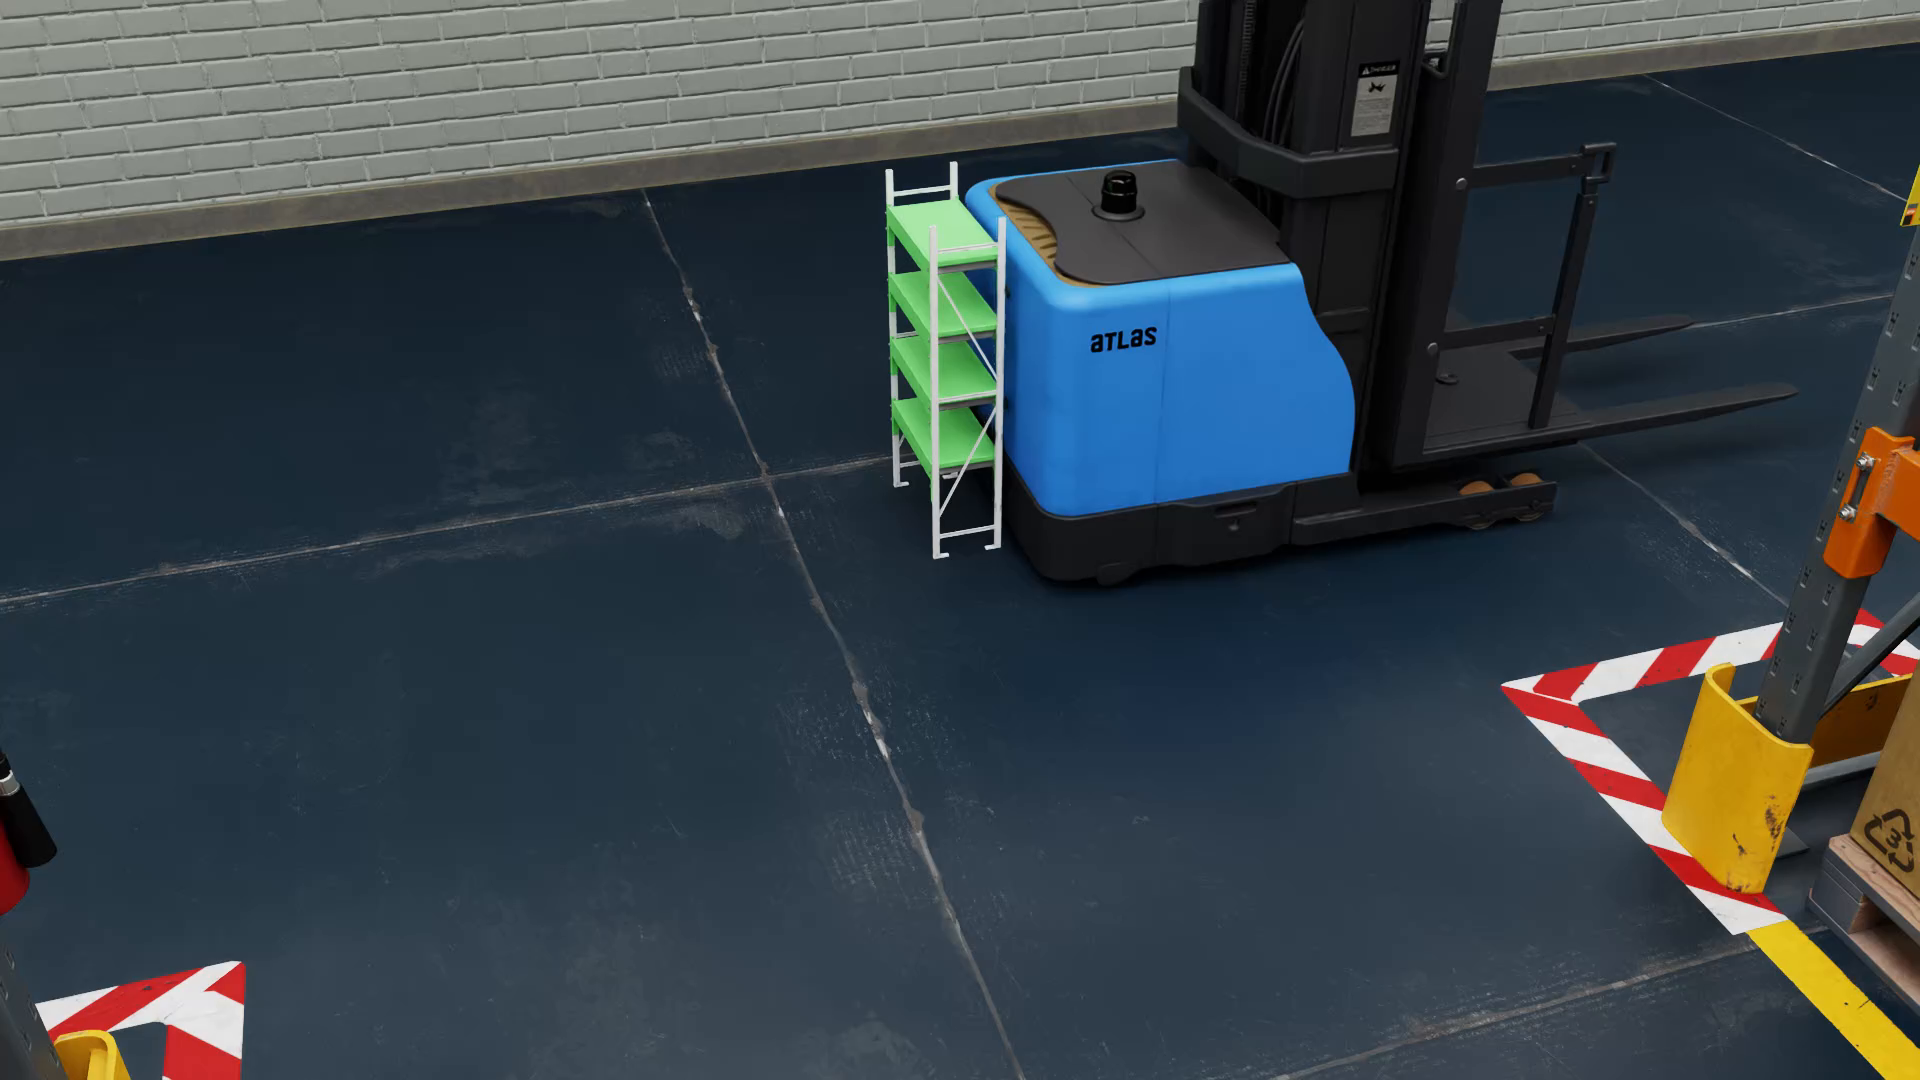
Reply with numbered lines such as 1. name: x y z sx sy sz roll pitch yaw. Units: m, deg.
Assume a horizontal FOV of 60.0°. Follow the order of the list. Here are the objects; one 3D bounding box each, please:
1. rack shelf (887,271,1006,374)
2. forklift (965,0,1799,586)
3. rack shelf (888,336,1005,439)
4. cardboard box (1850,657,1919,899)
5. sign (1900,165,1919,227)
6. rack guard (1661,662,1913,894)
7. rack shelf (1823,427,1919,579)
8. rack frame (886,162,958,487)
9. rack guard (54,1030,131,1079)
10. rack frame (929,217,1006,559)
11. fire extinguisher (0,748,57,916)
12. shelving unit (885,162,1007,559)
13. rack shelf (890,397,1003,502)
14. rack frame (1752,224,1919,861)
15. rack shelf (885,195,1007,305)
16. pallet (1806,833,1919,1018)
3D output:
1. rack shelf: -0.050 -0.734 5.454 0.258 0.148 0.480 -10 35 -15
2. forklift: 1.578 -1.529 5.405 3.031 2.935 1.130 -9 35 -14
3. rack shelf: -0.050 -0.534 5.586 0.258 0.148 0.480 -10 35 -15
4. cardboard box: 2.802 0.543 3.754 0.875 0.875 0.875 -10 35 -15
5. sign: 2.000 -0.795 3.375 0.100 0.325 0.005 -10 35 -15
6. rack guard: 2.523 0.539 4.481 1.175 0.500 0.348 -10 35 -15
7. rack shelf: 3.140 0.859 2.382 1.077 0.370 4.000 -10 35 -15
8. rack frame: -0.125 -0.716 5.745 0.240 1.200 0.015 -10 35 -15
9. rack guard: -2.206 1.374 3.217 1.175 0.500 0.348 -10 35 -15
10. rack frame: 0.024 -0.459 5.357 0.240 1.200 0.015 -10 35 -15
11. fire extinguisher: -1.800 0.374 2.871 0.296 0.674 0.183 -10 35 -15
12. shelving unit: -0.050 -0.587 5.551 0.258 1.200 0.503 -10 35 -15
13. rack shelf: -0.050 -0.334 5.718 0.258 0.148 0.480 -10 35 -15
14. rack frame: 2.530 -0.491 3.772 1.000 3.000 0.127 -10 35 -15
15. rack shelf: -0.050 -0.935 5.321 0.258 0.148 0.480 -10 35 -15
16. pallet: 2.849 1.079 3.926 1.003 0.211 1.213 -10 35 -15
